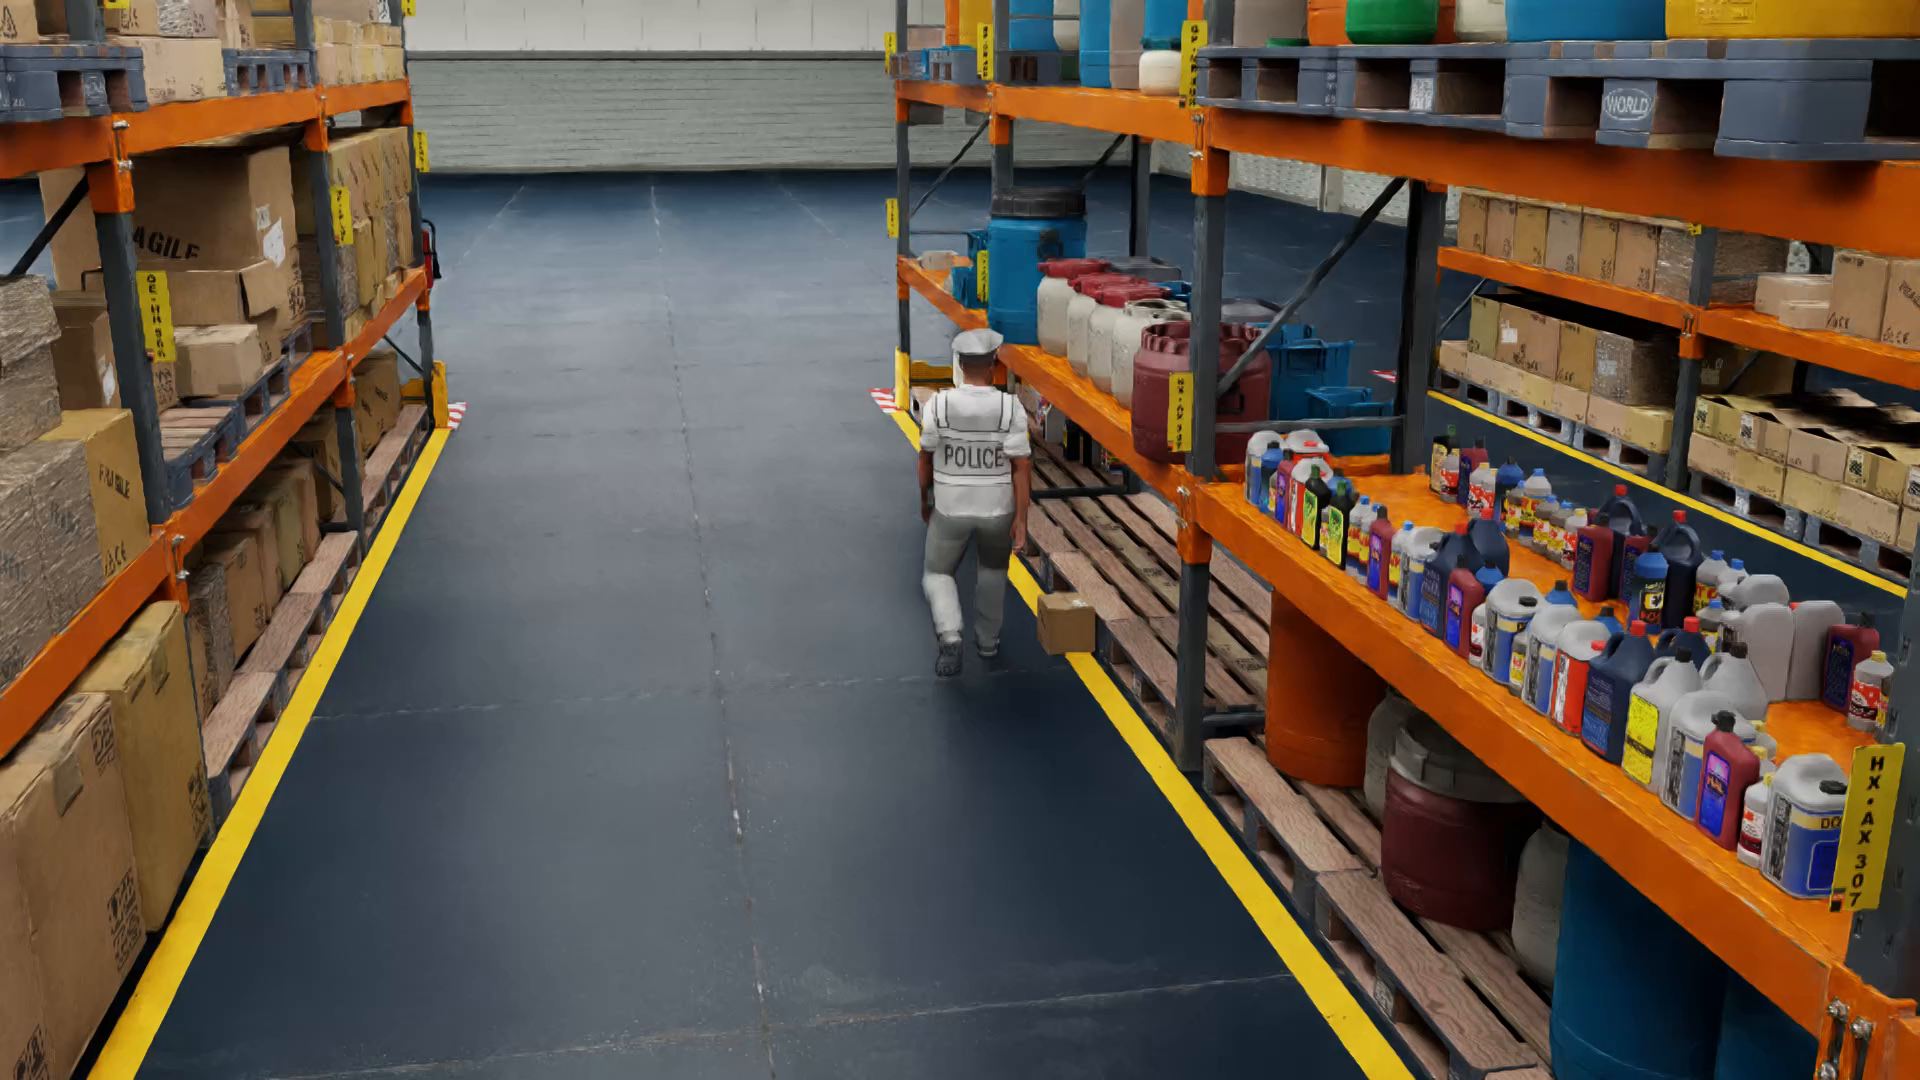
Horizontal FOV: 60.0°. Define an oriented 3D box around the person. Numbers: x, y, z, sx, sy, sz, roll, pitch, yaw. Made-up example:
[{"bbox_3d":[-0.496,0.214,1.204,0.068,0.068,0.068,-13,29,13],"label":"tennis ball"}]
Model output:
[{"bbox_3d":[0.067,-0.189,8.173,0.543,1.721,0.892,-1,16,-2],"label":"person"}]
